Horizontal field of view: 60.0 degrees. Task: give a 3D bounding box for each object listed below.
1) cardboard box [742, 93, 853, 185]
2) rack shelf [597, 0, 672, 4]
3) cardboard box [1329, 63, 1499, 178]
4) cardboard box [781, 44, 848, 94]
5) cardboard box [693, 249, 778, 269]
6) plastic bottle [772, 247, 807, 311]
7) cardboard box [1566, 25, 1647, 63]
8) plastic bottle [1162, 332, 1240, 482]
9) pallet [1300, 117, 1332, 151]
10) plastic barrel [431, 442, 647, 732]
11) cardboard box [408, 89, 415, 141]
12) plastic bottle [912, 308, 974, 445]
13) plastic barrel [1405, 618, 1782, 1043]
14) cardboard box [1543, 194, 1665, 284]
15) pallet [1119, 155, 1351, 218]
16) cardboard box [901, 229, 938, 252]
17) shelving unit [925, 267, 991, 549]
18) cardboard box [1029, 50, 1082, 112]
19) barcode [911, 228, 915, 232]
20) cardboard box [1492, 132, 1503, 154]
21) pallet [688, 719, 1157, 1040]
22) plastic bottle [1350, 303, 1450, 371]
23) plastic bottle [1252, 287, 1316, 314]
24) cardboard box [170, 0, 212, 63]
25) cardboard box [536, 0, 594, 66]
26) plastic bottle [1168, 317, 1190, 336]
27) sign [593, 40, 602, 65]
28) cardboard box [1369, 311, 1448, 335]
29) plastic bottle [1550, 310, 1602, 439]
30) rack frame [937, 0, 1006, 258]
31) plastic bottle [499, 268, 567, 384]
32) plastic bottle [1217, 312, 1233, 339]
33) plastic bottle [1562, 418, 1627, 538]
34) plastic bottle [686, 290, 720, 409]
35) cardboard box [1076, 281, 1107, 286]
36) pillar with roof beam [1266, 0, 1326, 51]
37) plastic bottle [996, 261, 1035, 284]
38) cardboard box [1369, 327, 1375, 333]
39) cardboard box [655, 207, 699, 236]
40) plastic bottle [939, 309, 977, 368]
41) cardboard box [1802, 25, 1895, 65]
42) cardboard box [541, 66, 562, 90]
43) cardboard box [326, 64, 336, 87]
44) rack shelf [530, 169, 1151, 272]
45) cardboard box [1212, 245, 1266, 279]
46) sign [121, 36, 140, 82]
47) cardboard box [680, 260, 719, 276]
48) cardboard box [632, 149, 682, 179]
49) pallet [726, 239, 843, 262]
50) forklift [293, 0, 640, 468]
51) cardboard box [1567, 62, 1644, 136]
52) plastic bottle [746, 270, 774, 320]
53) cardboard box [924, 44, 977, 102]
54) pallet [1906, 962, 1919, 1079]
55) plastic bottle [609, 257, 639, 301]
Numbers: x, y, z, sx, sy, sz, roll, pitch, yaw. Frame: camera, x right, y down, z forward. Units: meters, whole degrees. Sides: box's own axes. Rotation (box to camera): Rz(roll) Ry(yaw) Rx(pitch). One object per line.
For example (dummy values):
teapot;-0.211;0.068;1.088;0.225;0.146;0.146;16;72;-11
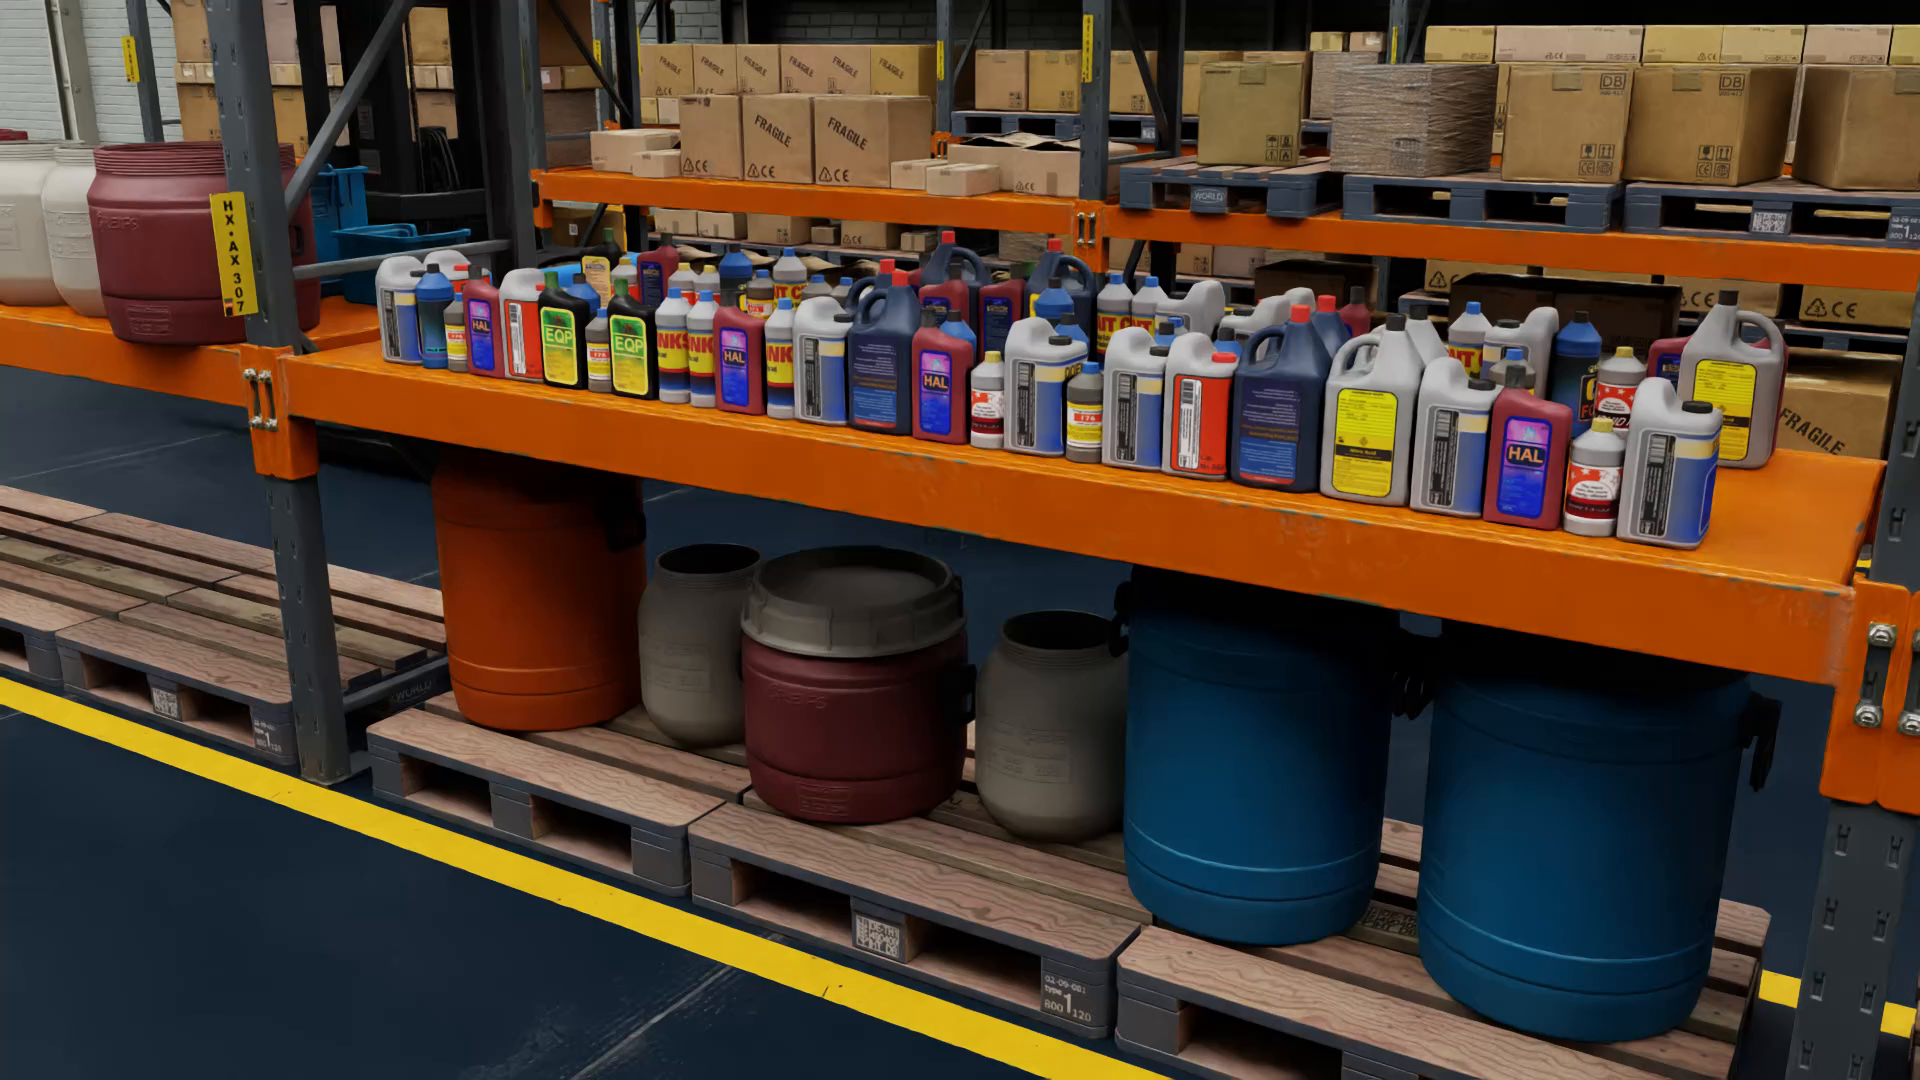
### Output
cardboard box;-0.958;-2.432;10.053;0.500;0.500;0.500;10;20;30
rack shelf;-1.595;-5.284;15.691;4.000;0.370;1.077;10;20;30
cardboard box;2.204;-2.047;8.065;0.500;0.500;0.700;15;22;40
cardboard box;-1.307;-4.334;15.422;0.500;0.500;0.500;9;19;28
cardboard box;-1.538;-1.746;11.013;0.500;0.311;0.500;11;20;32
plastic bottle;-0.481;-0.692;4.721;0.097;0.271;0.097;0;17;0
cardboard box;4.657;-3.549;11.895;0.500;0.250;0.500;10;20;30
plastic bottle;0.496;-0.271;3.325;0.135;0.276;0.152;10;20;30
pallet;2.855;-3.270;13.316;1.003;0.211;1.213;10;20;30
plastic barrel;-1.241;0.081;4.964;0.708;0.830;0.600;10;20;30
cardboard box;-3.739;-2.931;11.696;0.500;0.500;0.700;10;20;31
plastic bottle;-0.037;-0.354;3.586;0.133;0.283;0.061;10;20;30
plastic barrel;1.287;0.498;3.468;0.708;0.901;0.600;10;20;30
cardboard box;4.819;-2.173;12.351;0.750;0.750;0.750;10;20;30
pallet;1.543;-1.875;8.723;1.003;0.211;1.213;10;20;30
cardboard box;-0.362;-2.817;15.612;0.250;0.166;0.380;7;18;23
shelving unit;-0.012;-0.576;7.214;0.189;1.200;0.258;10;20;30
cardboard box;0.998;-3.974;14.374;0.500;0.500;0.700;13;21;36
barcode;-0.458;-2.972;16.031;0.075;0.075;0.001;10;20;30
cardboard box;4.070;-2.960;12.363;0.250;0.149;0.380;11;20;32
pallet;0.062;0.803;4.373;1.213;0.211;1.003;10;20;30
plastic bottle;0.863;-0.289;3.256;0.185;0.351;0.144;10;20;30
plastic bottle;0.758;-0.464;3.962;0.135;0.276;0.152;10;20;30
cardboard box;-5.452;-3.856;12.510;0.500;0.500;0.700;10;20;30
cardboard box;-2.861;-3.395;10.994;0.500;0.500;0.700;10;20;30
plastic bottle;0.511;-0.430;3.978;0.097;0.201;0.097;0;17;0
sign;-3.583;-4.777;16.456;0.005;0.325;0.100;10;20;30
cardboard box;2.289;-0.904;8.740;0.500;0.500;0.500;9;19;28
plastic bottle;1.348;-0.366;3.646;0.097;0.271;0.097;0;17;0
rack frame;0.110;-3.888;15.021;0.127;3.000;1.000;10;20;30
plastic bottle;-1.073;-0.551;4.247;0.135;0.276;0.152;10;20;30
plastic bottle;0.673;-0.453;4.053;0.097;0.201;0.097;0;17;0
plastic bottle;1.124;-0.114;2.936;0.097;0.201;0.097;0;17;0
plastic bottle;-0.595;-0.454;3.936;0.097;0.271;0.097;0;17;0
cardboard box;0.636;-1.359;9.736;0.500;0.311;0.500;11;20;32
pillar with roof beam;0.610;-5.496;9.992;0.400;9.000;9.100;10;20;30
plastic bottle;0.146;-0.592;4.371;0.133;0.283;0.061;10;20;30
cardboard box;2.041;-0.771;8.303;0.500;0.500;0.500;10;19;29
cardboard box;-2.756;-3.293;16.931;0.500;0.311;0.500;8;19;24
plastic bottle;-0.011;-0.370;3.661;0.097;0.271;0.097;0;17;0
cardboard box;5.964;-3.318;11.135;0.500;0.250;0.500;11;20;31
cardboard box;-2.823;-3.007;10.833;0.250;0.149;0.380;10;20;30
cardboard box;-4.357;-3.281;11.732;0.250;0.149;0.380;10;20;31
rack shelf;-0.775;-2.013;10.083;4.000;0.370;1.077;10;20;30
cardboard box;2.499;-2.498;13.988;0.500;0.500;0.700;10;20;30
sign;-6.184;-3.585;12.397;0.005;0.325;0.100;10;20;30
cardboard box;-1.834;-1.613;10.572;0.500;0.311;0.500;10;19;29
cardboard box;-1.832;-2.355;10.407;0.250;0.149;0.380;10;20;30
pallet;-1.525;-2.833;16.344;1.213;0.211;1.003;10;20;30
forklift;-3.095;-1.955;8.775;3.031;2.935;1.130;10;20;30
cardboard box;4.662;-3.185;11.986;0.500;0.500;0.500;10;20;30
plastic bottle;-0.564;-0.674;4.780;0.097;0.201;0.097;0;17;0
cardboard box;-0.182;-4.308;15.337;0.500;0.500;0.500;10;19;29
pallet;2.389;1.219;3.006;1.213;0.211;1.003;10;20;30
plastic bottle;-1.010;-0.753;5.042;0.097;0.201;0.097;0;17;0
